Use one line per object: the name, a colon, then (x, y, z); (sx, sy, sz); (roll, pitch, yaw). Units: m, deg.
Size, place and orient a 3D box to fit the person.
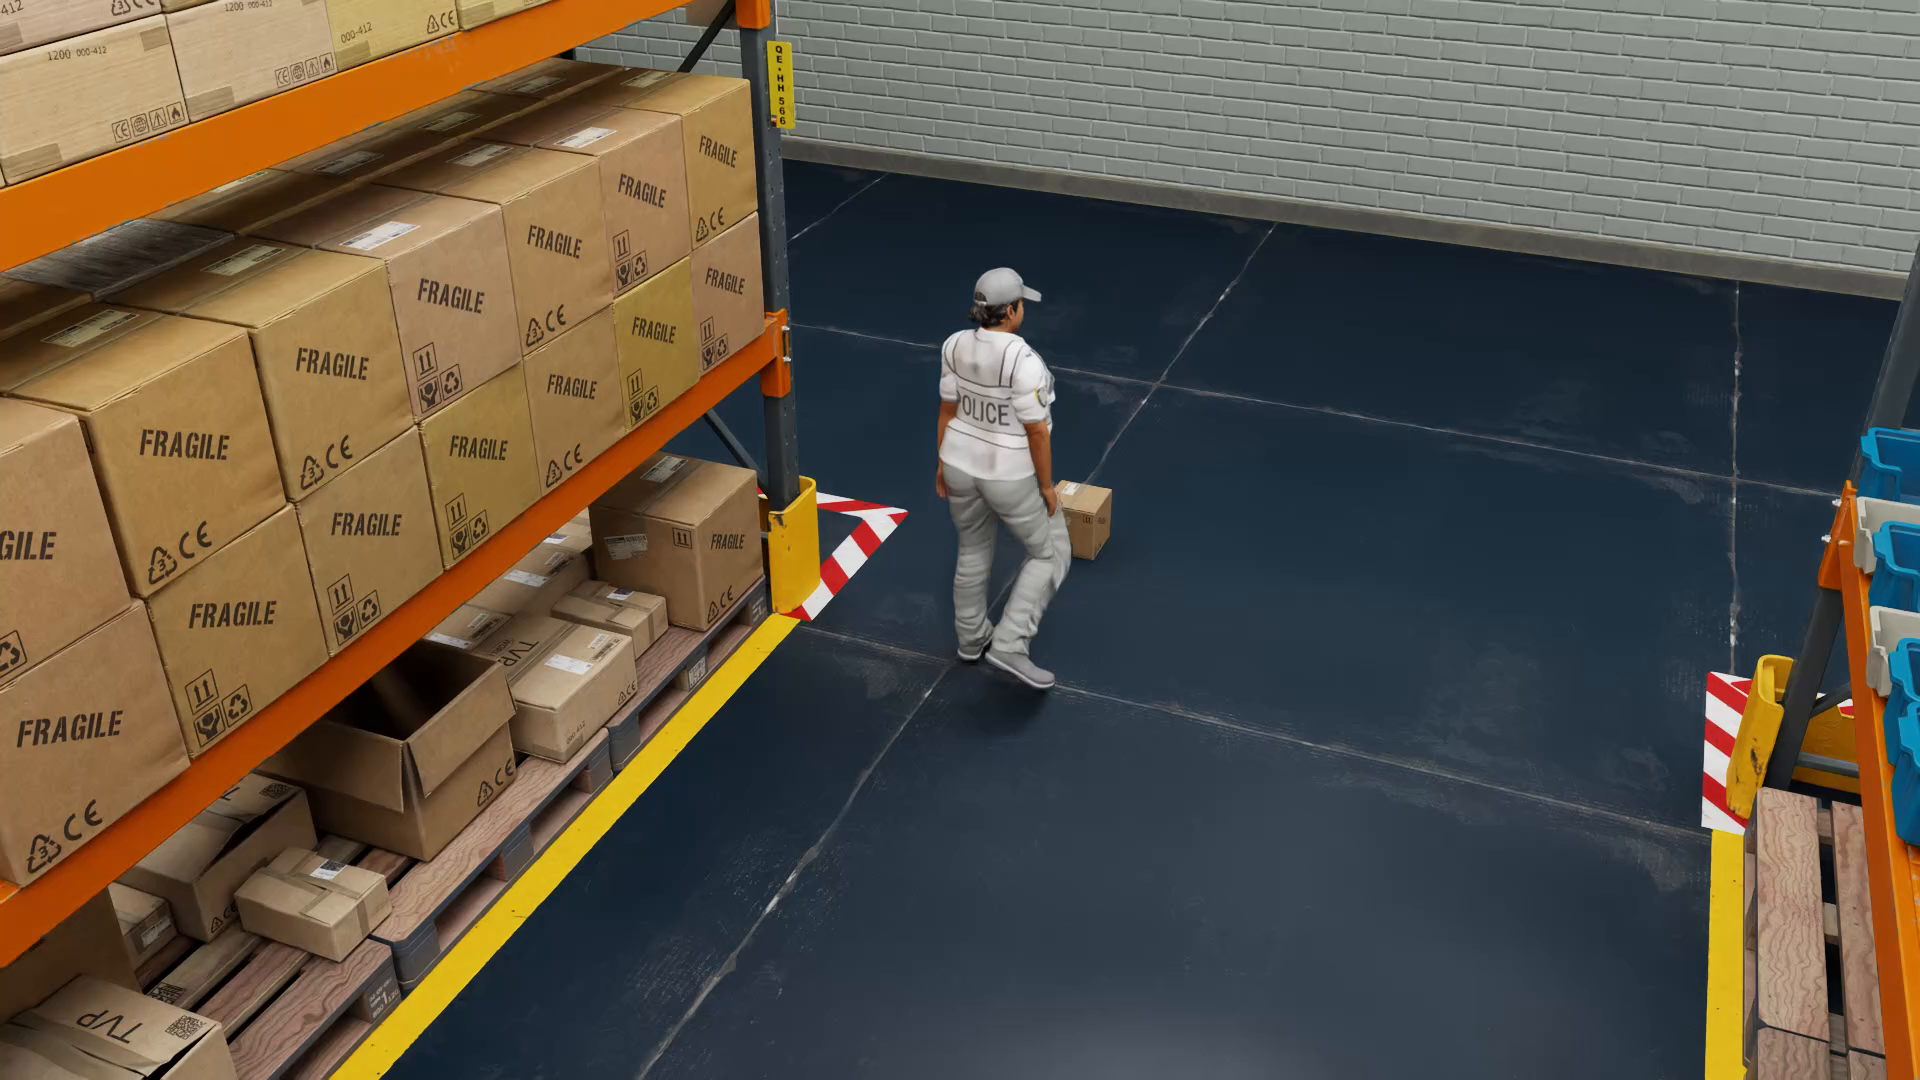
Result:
person: (0.179, -0.226, 6.505); (0.657, 1.656, 0.532); (21, 36, 32)
